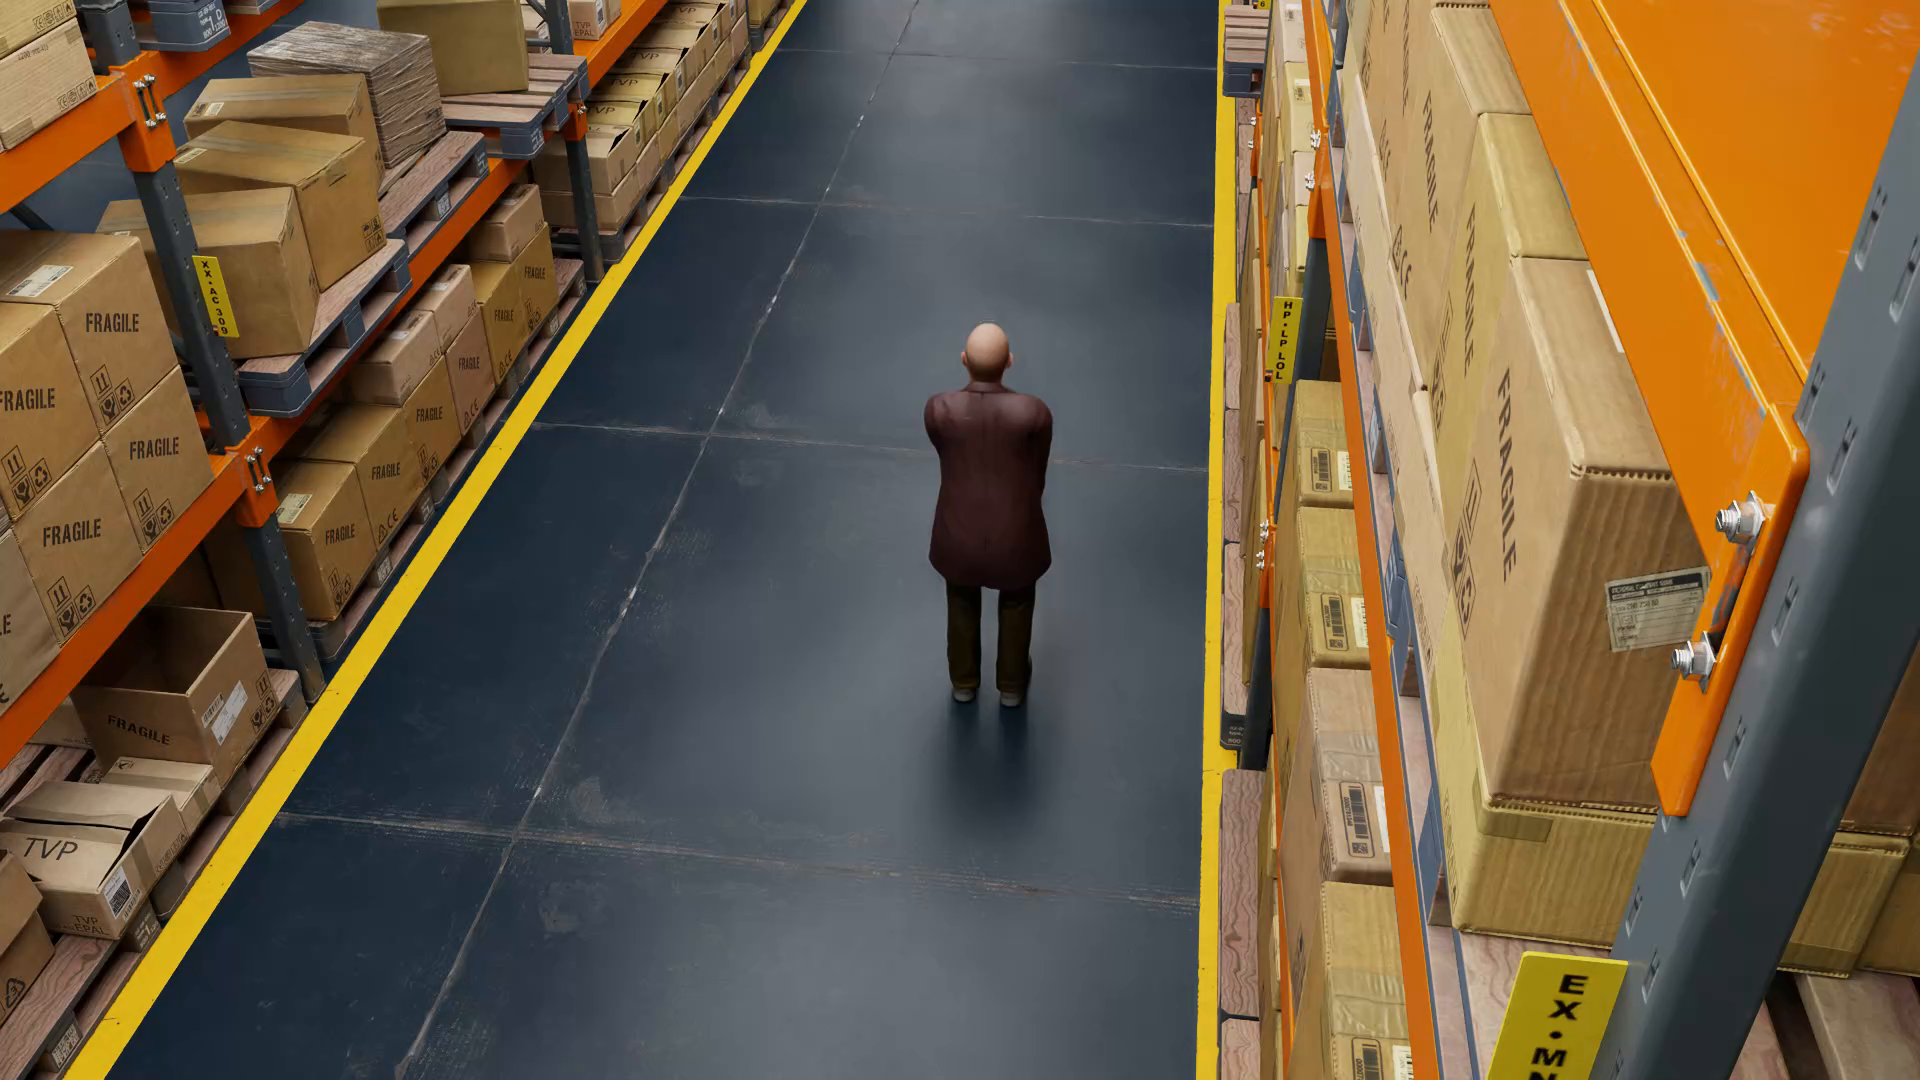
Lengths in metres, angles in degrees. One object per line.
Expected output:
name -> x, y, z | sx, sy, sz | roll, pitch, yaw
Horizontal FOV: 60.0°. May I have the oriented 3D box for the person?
person -> 0.127, -0.119, 6.830 | 0.524, 1.779, 0.565 | 4, 36, 5
